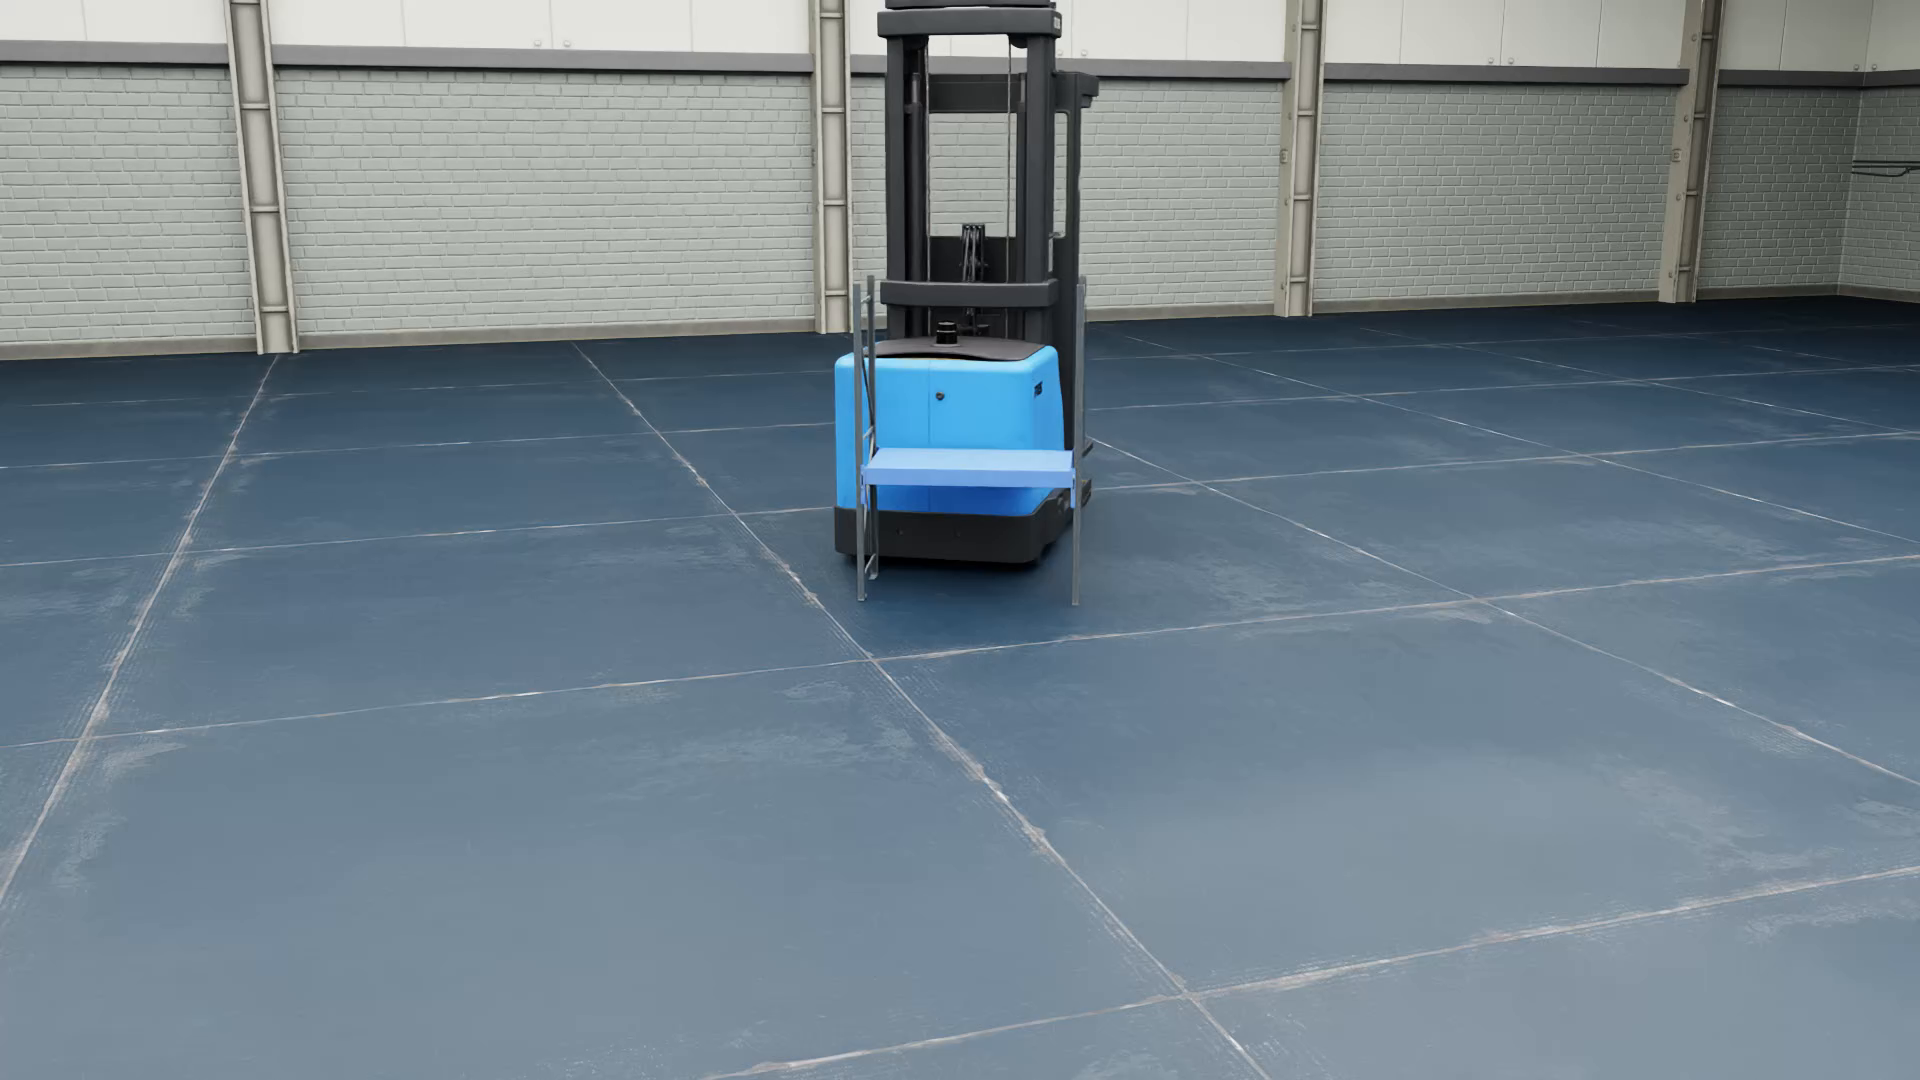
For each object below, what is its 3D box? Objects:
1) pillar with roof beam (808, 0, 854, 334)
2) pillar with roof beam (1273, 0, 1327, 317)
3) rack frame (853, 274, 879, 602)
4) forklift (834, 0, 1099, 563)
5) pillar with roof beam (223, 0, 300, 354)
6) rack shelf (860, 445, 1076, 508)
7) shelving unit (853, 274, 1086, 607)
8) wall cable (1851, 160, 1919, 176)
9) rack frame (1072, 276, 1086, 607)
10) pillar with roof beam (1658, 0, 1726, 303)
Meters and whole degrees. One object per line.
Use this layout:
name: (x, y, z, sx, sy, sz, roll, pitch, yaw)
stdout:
pillar with roof beam: (-0.083, -5.850, 14.292, 0.400, 9.000, 9.100, -4, 14, -18)
pillar with roof beam: (5.604, -6.293, 16.153, 0.400, 9.000, 9.100, -4, 14, -18)
rack frame: (-0.450, -0.494, 7.970, 0.032, 1.500, 0.500, 1, 14, 5)
forklift: (0.180, -1.602, 9.545, 1.130, 2.935, 3.031, 3, 14, 13)
pillar with roof beam: (-5.770, -5.407, 12.430, 0.400, 9.000, 9.100, -4, 14, -18)
rack shelf: (0.057, -0.309, 7.969, 1.000, 0.185, 0.538, 1, 14, 5)
shelving unit: (0.057, -0.484, 7.926, 1.048, 1.500, 0.538, 1, 14, 5)
wall cable: (13.131, -6.097, 22.039, 0.112, 2.526, 3.097, -4, 14, -18)
rack frame: (0.563, -0.473, 7.882, 0.032, 1.500, 0.500, 1, 14, 5)
pillar with roof beam: (11.290, -6.736, 18.015, 0.400, 9.000, 9.100, -4, 14, -18)
